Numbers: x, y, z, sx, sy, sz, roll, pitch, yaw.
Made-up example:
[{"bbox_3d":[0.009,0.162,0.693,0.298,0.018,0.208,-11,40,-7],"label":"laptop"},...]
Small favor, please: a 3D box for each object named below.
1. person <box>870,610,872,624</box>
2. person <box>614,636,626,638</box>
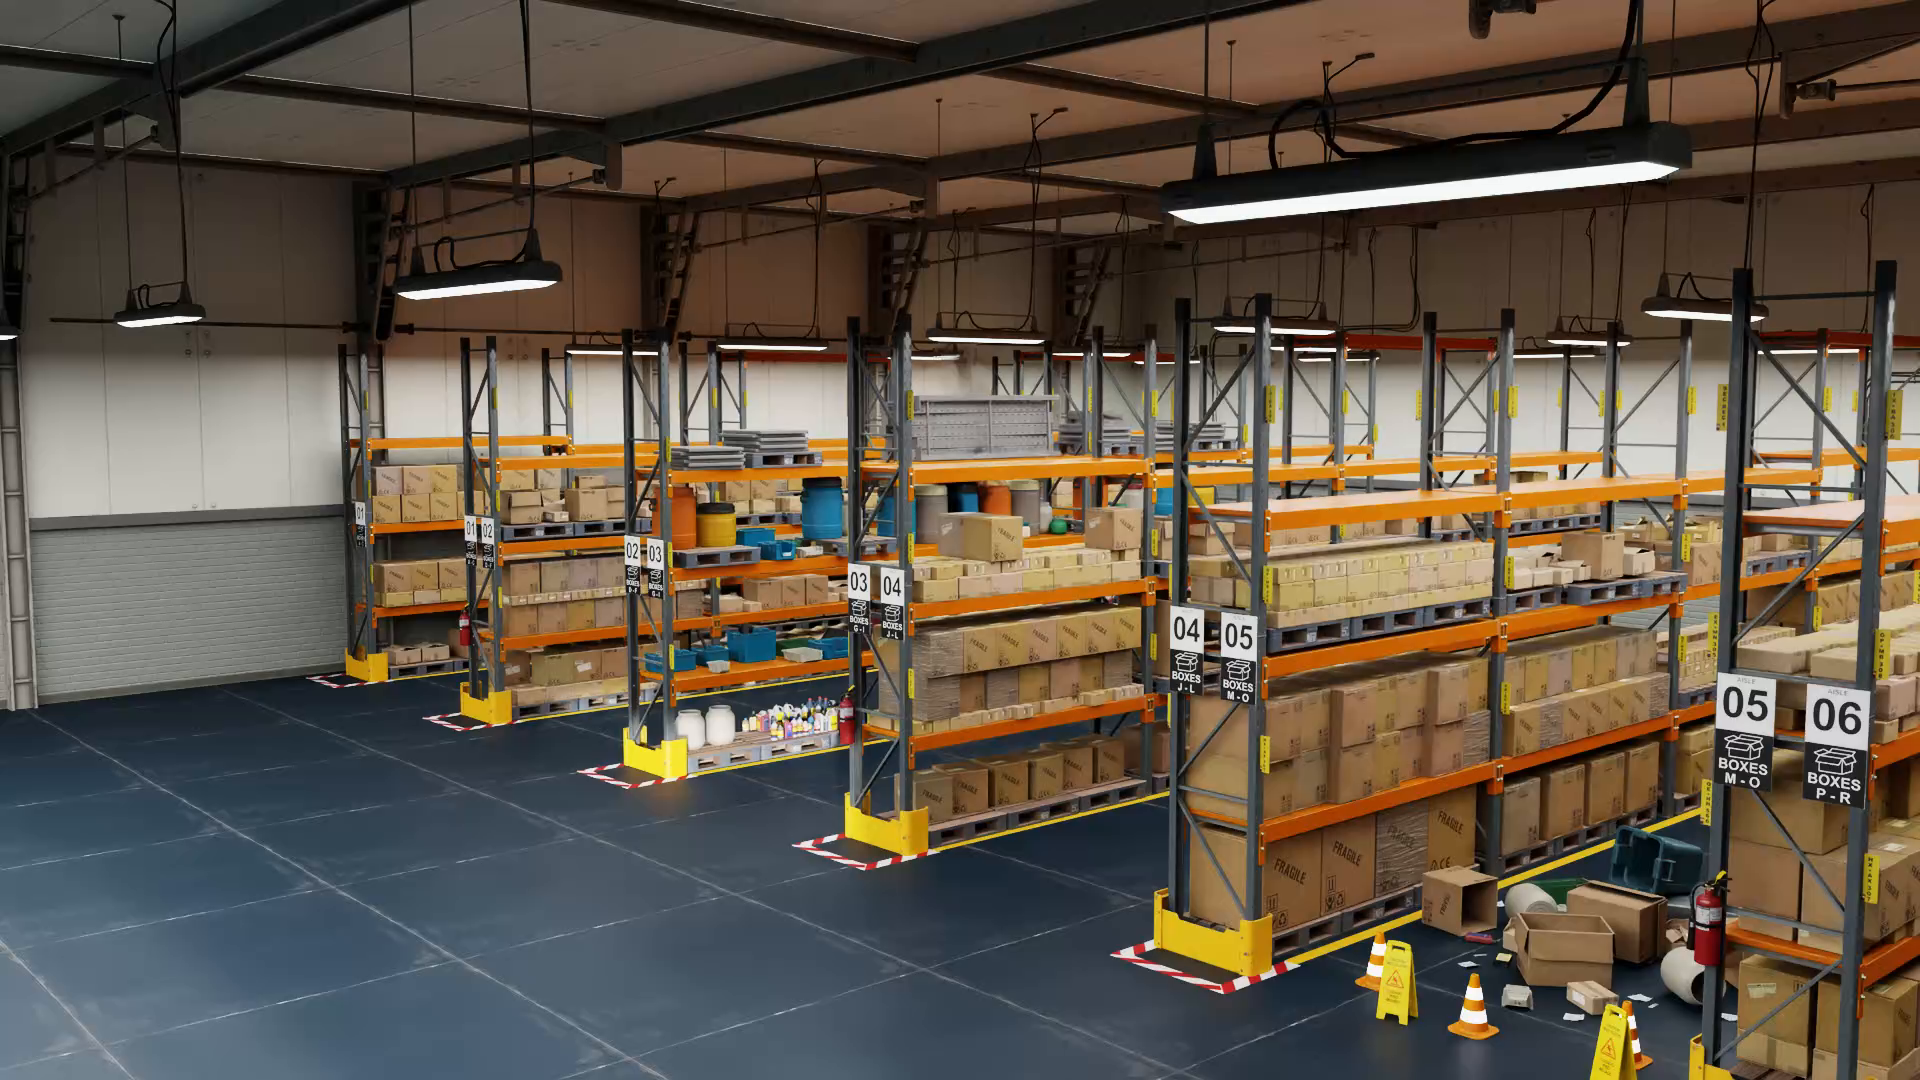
[{"bbox_3d":[-1.913,1.218,34.546,0.578,1.683,0.933,4,6,35],"label":"person"},{"bbox_3d":[-6.069,1.651,29.938,0.688,1.695,0.585,-5,7,-42],"label":"person"}]
